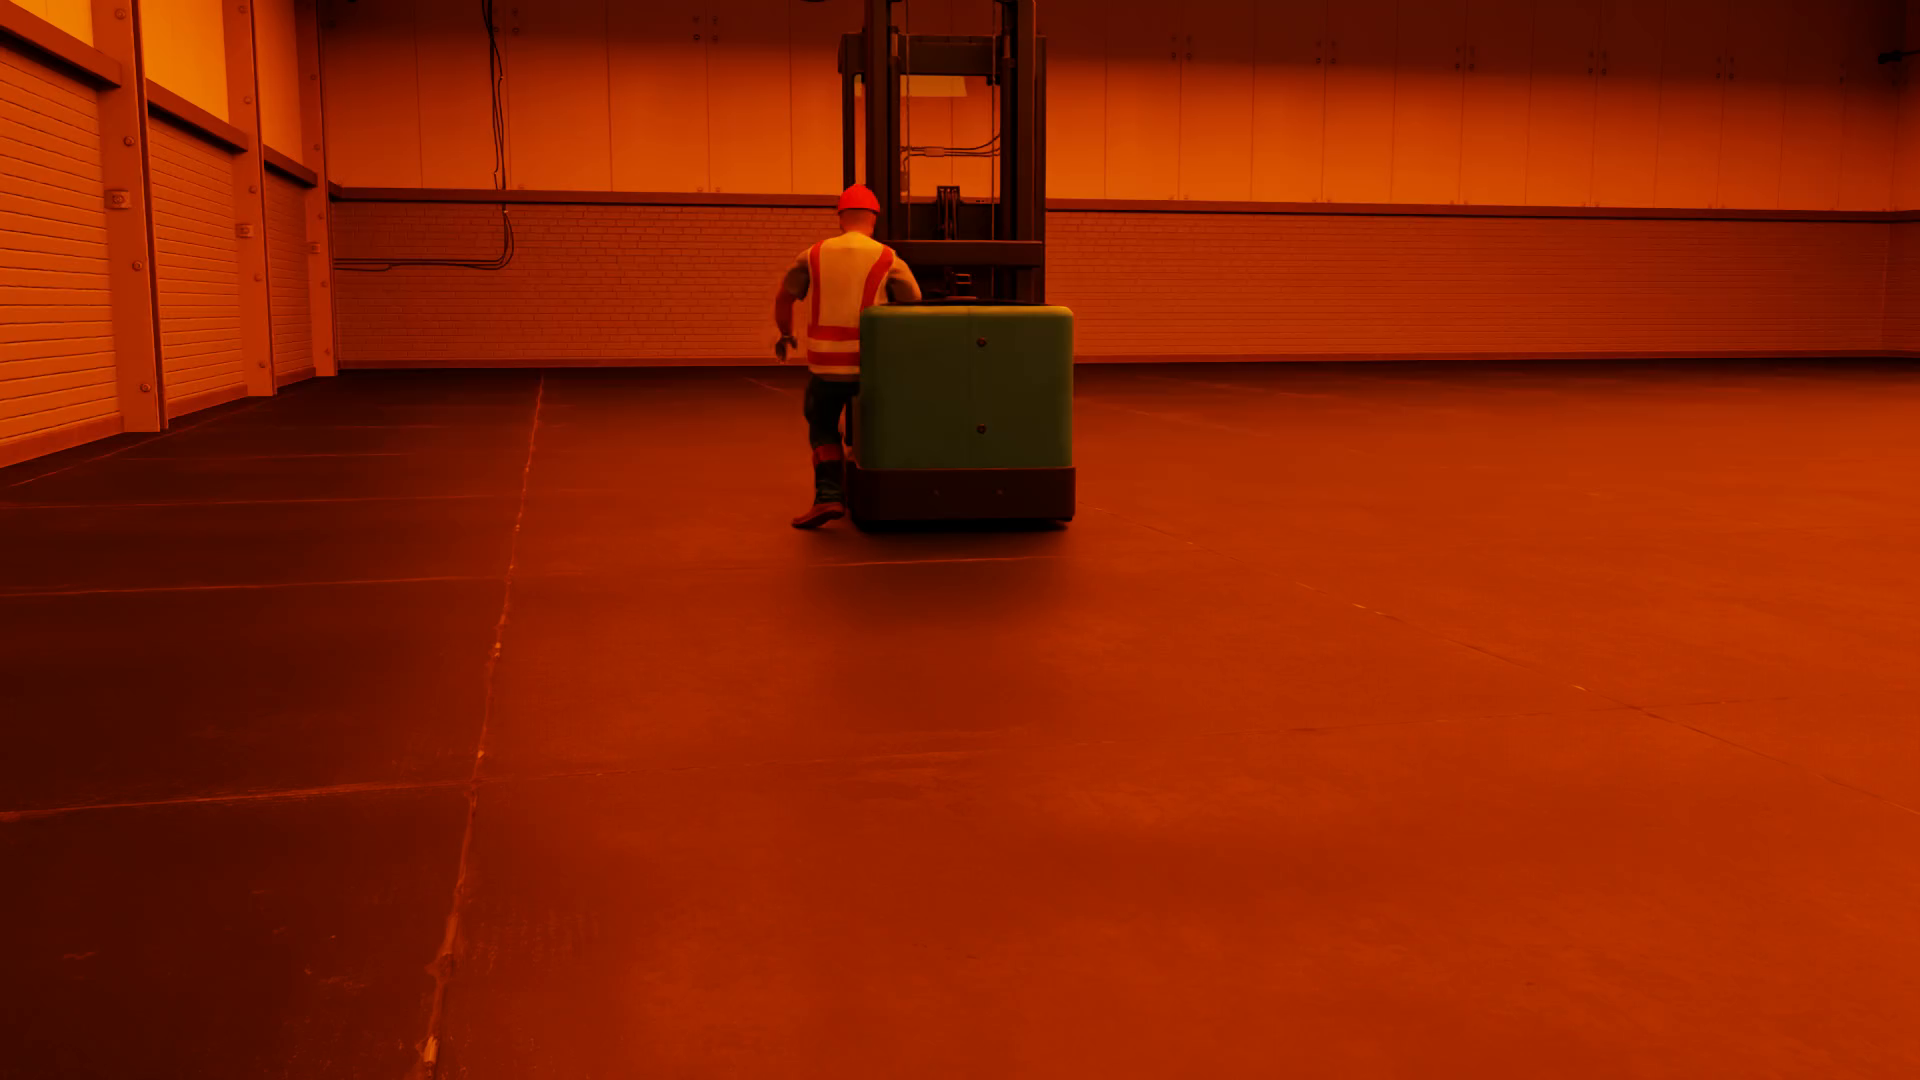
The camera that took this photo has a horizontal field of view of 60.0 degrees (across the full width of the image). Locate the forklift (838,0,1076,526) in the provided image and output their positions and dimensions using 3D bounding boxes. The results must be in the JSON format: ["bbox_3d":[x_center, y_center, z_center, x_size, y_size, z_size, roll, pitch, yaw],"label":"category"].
[{"bbox_3d":[-0.109,-1.689,9.196,1.130,2.935,3.031,-1,8,-6],"label":"forklift"}]

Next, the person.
[{"bbox_3d":[-0.507,-0.894,8.176,0.901,1.661,0.661,2,8,13],"label":"person"}]
